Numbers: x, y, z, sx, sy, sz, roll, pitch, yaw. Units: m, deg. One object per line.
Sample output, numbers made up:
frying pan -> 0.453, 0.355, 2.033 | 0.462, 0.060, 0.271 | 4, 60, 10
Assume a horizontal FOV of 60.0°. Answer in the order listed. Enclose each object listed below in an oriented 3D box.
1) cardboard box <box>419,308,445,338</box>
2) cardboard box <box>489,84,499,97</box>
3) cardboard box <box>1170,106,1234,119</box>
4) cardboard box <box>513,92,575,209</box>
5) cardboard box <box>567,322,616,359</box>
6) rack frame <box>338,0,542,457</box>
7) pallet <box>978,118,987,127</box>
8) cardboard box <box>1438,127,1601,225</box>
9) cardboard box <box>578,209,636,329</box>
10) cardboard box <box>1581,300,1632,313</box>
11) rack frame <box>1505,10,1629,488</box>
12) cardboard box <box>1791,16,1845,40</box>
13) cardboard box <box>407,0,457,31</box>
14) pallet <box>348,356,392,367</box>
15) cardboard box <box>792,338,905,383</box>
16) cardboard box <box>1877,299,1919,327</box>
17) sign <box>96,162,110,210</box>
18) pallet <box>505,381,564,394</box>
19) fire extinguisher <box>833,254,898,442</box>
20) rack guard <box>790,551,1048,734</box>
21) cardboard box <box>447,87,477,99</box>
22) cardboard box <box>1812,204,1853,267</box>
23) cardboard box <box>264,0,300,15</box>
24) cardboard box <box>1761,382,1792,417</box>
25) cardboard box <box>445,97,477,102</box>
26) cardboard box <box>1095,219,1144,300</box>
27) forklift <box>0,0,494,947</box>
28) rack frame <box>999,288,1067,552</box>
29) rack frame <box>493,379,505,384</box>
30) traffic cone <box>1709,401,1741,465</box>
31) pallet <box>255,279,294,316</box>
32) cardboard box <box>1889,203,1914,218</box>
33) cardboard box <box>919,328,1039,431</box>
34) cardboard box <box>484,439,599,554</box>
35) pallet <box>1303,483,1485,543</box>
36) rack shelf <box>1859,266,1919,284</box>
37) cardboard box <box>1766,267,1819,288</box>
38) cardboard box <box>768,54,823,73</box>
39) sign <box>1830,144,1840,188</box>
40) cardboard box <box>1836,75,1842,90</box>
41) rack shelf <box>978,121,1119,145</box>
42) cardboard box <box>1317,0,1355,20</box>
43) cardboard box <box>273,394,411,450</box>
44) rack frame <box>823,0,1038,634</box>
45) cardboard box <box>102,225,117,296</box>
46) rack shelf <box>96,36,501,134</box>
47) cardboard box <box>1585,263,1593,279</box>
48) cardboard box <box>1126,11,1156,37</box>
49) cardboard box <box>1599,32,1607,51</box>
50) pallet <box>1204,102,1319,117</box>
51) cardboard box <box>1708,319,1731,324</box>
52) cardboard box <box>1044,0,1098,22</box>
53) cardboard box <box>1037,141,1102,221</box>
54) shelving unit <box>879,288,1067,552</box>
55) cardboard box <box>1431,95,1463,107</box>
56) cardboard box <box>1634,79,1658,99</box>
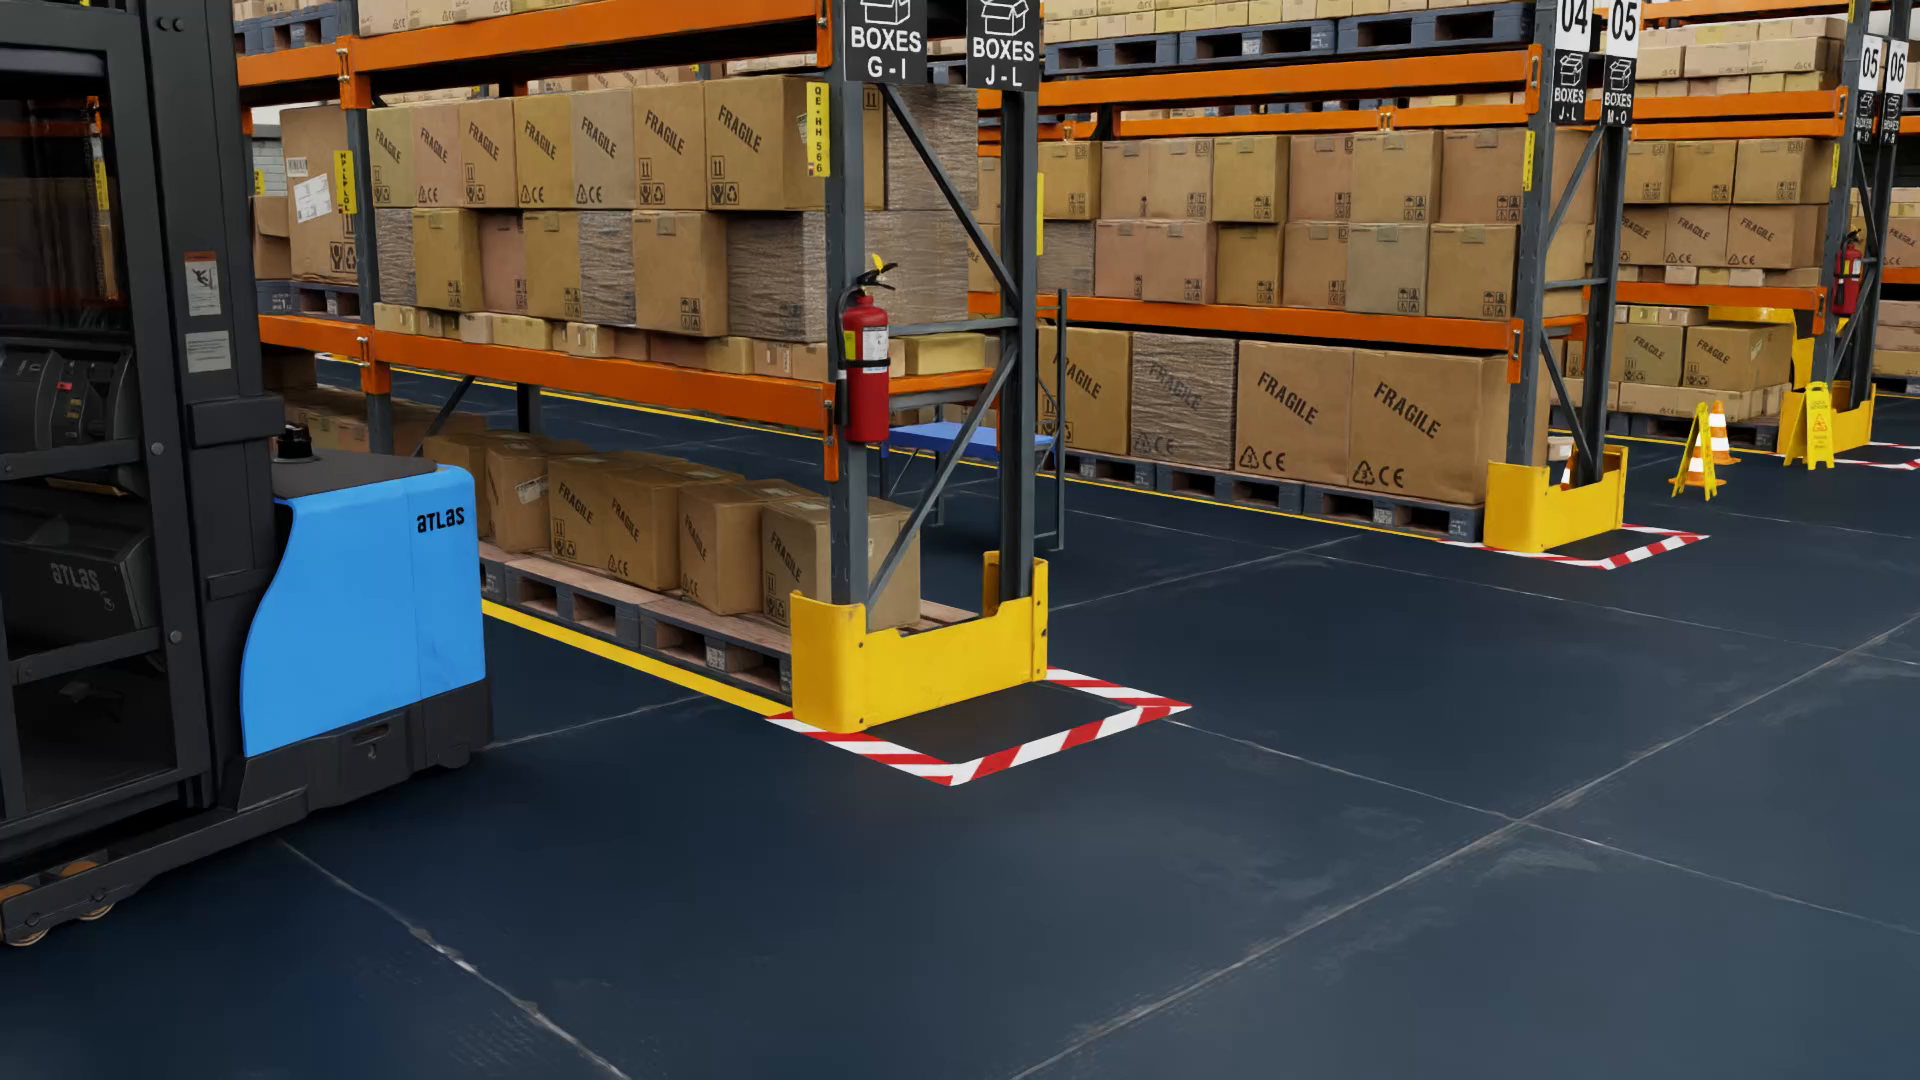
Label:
cardboard box -> -2.567, -1.137, 8.619 | 0.380, 0.149, 0.250 | -11, 16, -43
cardboard box -> -4.539, -4.901, 17.546 | 0.700, 0.500, 0.500 | -11, 16, -42
cardboard box -> 2.625, -4.670, 17.456 | 0.797, 0.503, 0.637 | -11, 16, -43
cardboard box -> -1.682, -1.770, 7.608 | 0.500, 0.500, 0.500 | -11, 16, -43
cardboard box -> -1.550, -0.915, 7.540 | 0.380, 0.149, 0.250 | -11, 16, -43
rack frame -> -2.854, -1.404, 9.294 | 1.000, 3.000, 0.127 | -11, 16, -43
pallet -> 0.294, -4.995, 19.757 | 1.003, 0.211, 1.213 | -10, 15, -40
cardboard box -> 3.337, -2.159, 9.909 | 0.875, 0.550, 0.550 | -11, 16, -43
cardboard box -> -1.198, -1.235, 7.485 | 0.875, 0.500, 0.500 | -11, 16, -43
cardboard box -> 7.533, -2.595, 19.916 | 0.875, 0.625, 0.625 | -10, 15, -40
rack frame -> 3.566, -1.497, 9.744 | 1.000, 3.000, 0.127 | -11, 16, -43
cardboard box -> 6.629, -3.946, 12.846 | 0.380, 0.149, 0.250 | -11, 16, -42
cardboard box -> -2.359, -2.622, 8.143 | 0.500, 0.250, 0.500 | -11, 16, -43
pallet -> -6.896, -2.332, 20.706 | 1.003, 0.211, 1.213 | -11, 16, -43
cardboard box -> -0.438, -0.710, 6.548 | 0.380, 0.149, 0.250 | -11, 16, -43
cardboard box -> 9.763, -2.340, 17.131 | 0.500, 0.250, 0.500 | -11, 16, -42
sign -> -6.015, -2.477, 11.633 | 0.100, 0.325, 0.005 | -11, 16, -43
pallet -> -4.183, -1.769, 17.975 | 1.003, 0.211, 1.213 | -11, 16, -43
fire extinguisher -> -0.346, -0.702, 6.076 | 0.296, 0.674, 0.183 | -11, 16, -43
rack guard -> -0.144, 0.393, 6.767 | 1.175, 0.500, 0.348 | -11, 16, -43
cardboard box -> -5.224, -4.921, 18.061 | 0.500, 0.250, 0.500 | 11, 16, 42
cardboard box -> 6.949, -2.504, 13.647 | 0.500, 0.500, 0.500 | -11, 16, -43
cardboard box -> -3.758, -3.349, 10.005 | 0.797, 0.503, 0.637 | -10, 15, -40
cardboard box -> 6.719, -1.217, 14.157 | 0.500, 0.250, 0.500 | -11, 16, -43
cardboard box -> -5.256, -4.678, 18.122 | 0.500, 0.250, 0.500 | -10, 16, -41
cardboard box -> 1.463, -2.025, 11.935 | 0.875, 0.550, 0.550 | -11, 16, -43
forklift -> -2.860, -0.432, 4.745 | 1.130, 2.935, 3.031 | 7, 13, 29
rack frame -> 0.410, -0.648, 9.340 | 0.500, 1.500, 0.032 | -11, 16, -43
rack frame -> -4.721, -3.248, 18.244 | 1.000, 3.000, 0.127 | -11, 16, -43
traffic cone -> 5.846, -0.842, 12.852 | 0.336, 0.463, 0.334 | -11, 16, -43
pallet -> -4.220, -1.611, 10.772 | 1.003, 0.211, 1.213 | -11, 16, -43
cardboard box -> 9.725, -3.389, 17.073 | 0.380, 0.149, 0.250 | -11, 16, -43
cardboard box -> 0.309, -1.263, 13.141 | 1.050, 0.750, 0.750 | -11, 16, -43
cardboard box -> -2.206, -0.239, 8.793 | 0.500, 0.500, 0.500 | -5, 13, -25
pallet -> 2.957, -0.237, 10.539 | 1.003, 0.211, 1.213 | -11, 16, -43
rack shelf -> 9.282, -2.833, 18.013 | 1.077, 0.370, 4.000 | -11, 16, -43
cardboard box -> 6.663, -2.103, 13.309 | 0.380, 0.149, 0.250 | -10, 15, -41
cardboard box -> -1.272, -4.105, 14.054 | 0.500, 0.250, 0.500 | -10, 16, -41
sign -> 6.661, -2.849, 12.654 | 0.100, 0.325, 0.005 | -11, 16, -43
cardboard box -> 7.082, -3.641, 13.341 | 0.380, 0.149, 0.250 | -11, 16, -42
rack shelf -> 0.170, -4.778, 20.017 | 1.077, 0.370, 4.000 | -11, 16, -43
cardboard box -> 2.388, -3.248, 10.142 | 0.380, 0.149, 0.250 | -11, 16, -43
cardboard box -> -3.965, -0.642, 10.698 | 0.500, 0.500, 0.700 | 10, 15, 40
rack frame -> -0.092, -0.821, 6.461 | 1.000, 3.000, 0.127 | -11, 16, -43
cardboard box -> -6.136, -2.075, 12.299 | 0.500, 0.500, 0.500 | -10, 15, -41
rack shelf -> -4.235, -2.813, 10.481 | 1.077, 0.370, 4.000 | -11, 16, -43
cardboard box -> 5.621, -2.329, 14.405 | 0.380, 0.149, 0.250 | -11, 16, -43
cardboard box -> 1.333, -3.470, 11.222 | 0.380, 0.149, 0.250 | -11, 16, -43
cardboard box -> 5.545, -4.165, 13.909 | 0.380, 0.149, 0.250 | -10, 16, -41
pallet -> 3.246, -4.418, 16.955 | 1.213, 0.211, 1.003 | -11, 16, -43
cardboard box -> 6.338, -1.663, 14.465 | 0.500, 0.500, 0.500 | 11, 16, 43
cardboard box -> 0.938, -3.766, 11.672 | 0.500, 0.250, 0.500 | -11, 16, -42
cardboard box -> 1.033, -2.624, 12.169 | 0.875, 0.550, 0.550 | -11, 16, -43
shelving unit -> 0.059, -0.722, 9.700 | 0.538, 1.500, 1.048 | -11, 16, -43
cardboard box -> 4.490, -4.005, 15.108 | 0.380, 0.149, 0.250 | -11, 16, -42
cardboard box -> 5.763, -3.751, 13.876 | 0.250, 0.149, 0.380 | 11, 16, 44
